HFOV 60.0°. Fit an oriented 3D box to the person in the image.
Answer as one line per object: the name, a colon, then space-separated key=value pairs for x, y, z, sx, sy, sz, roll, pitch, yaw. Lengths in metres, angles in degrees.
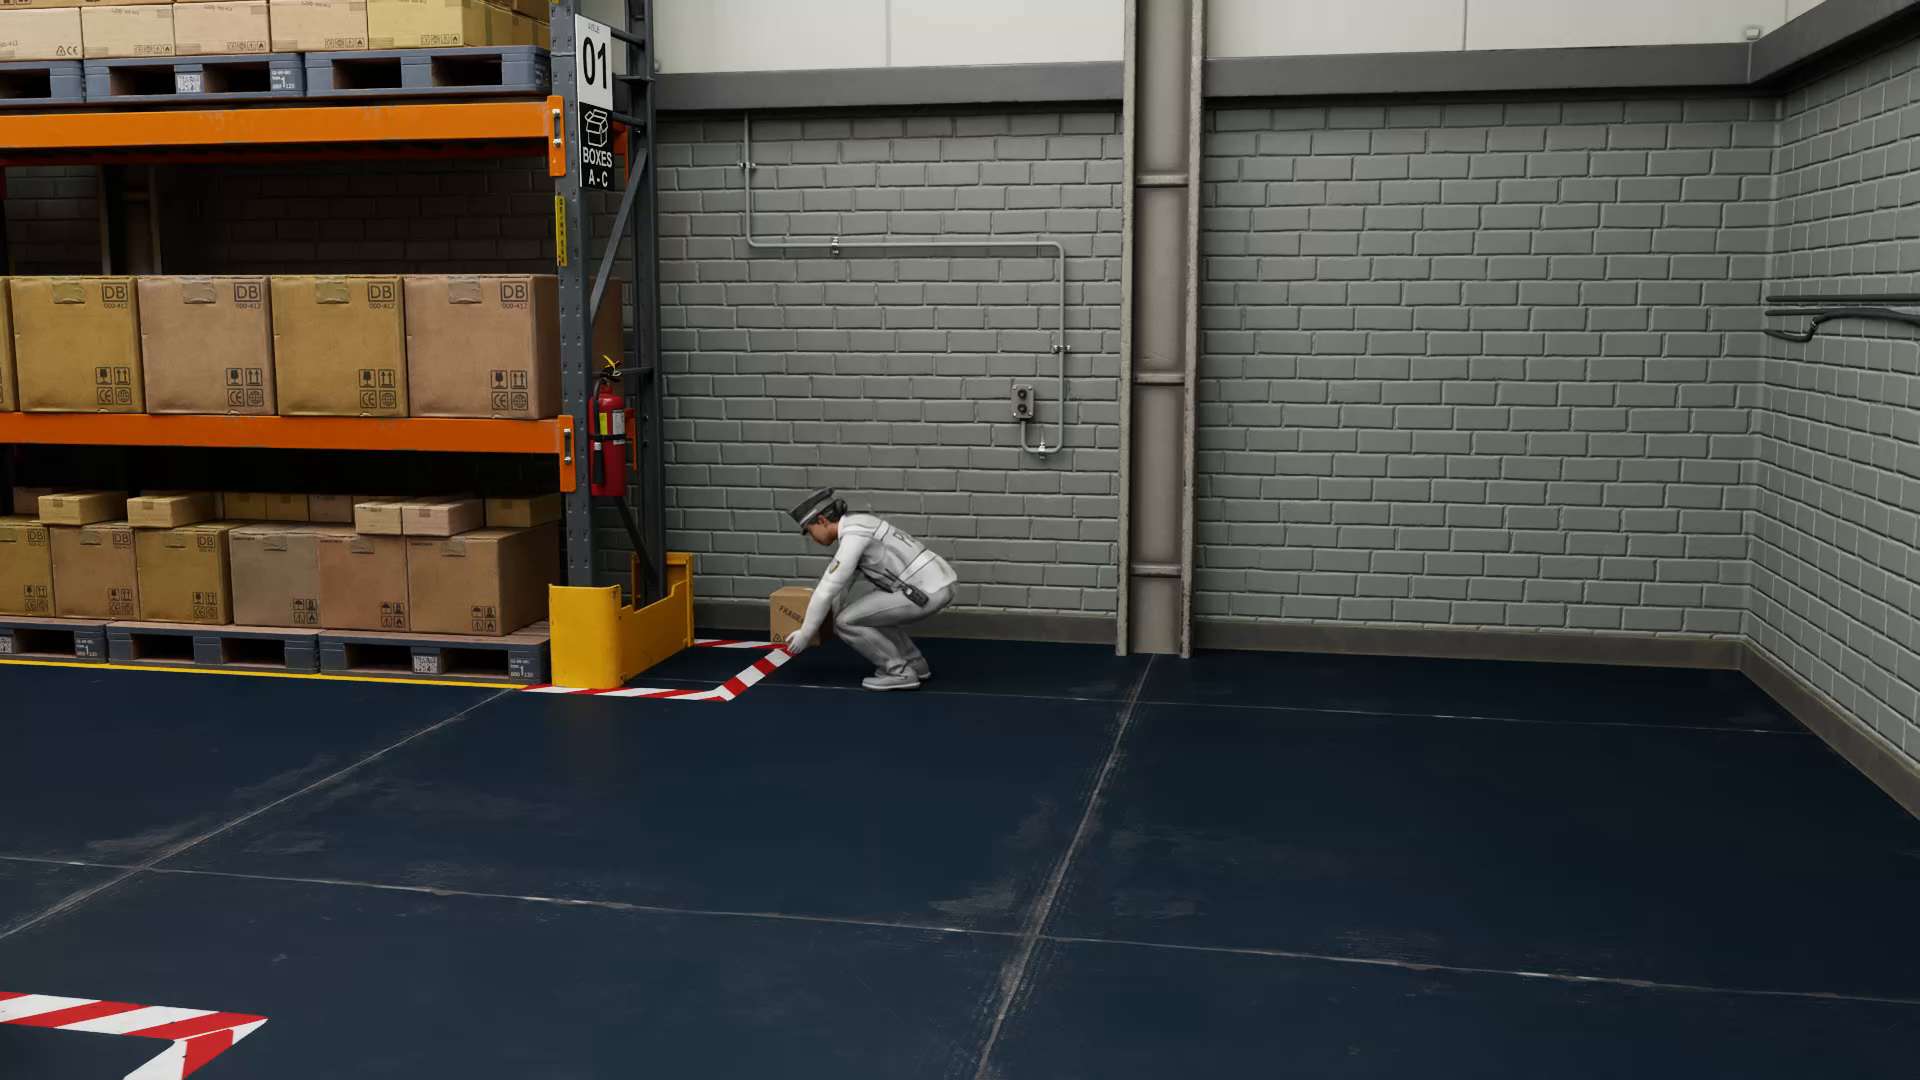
person: x=-0.436 y=0.231 z=8.149 sx=0.816 sy=0.982 sz=0.491 roll=2 pitch=8 yaw=11
